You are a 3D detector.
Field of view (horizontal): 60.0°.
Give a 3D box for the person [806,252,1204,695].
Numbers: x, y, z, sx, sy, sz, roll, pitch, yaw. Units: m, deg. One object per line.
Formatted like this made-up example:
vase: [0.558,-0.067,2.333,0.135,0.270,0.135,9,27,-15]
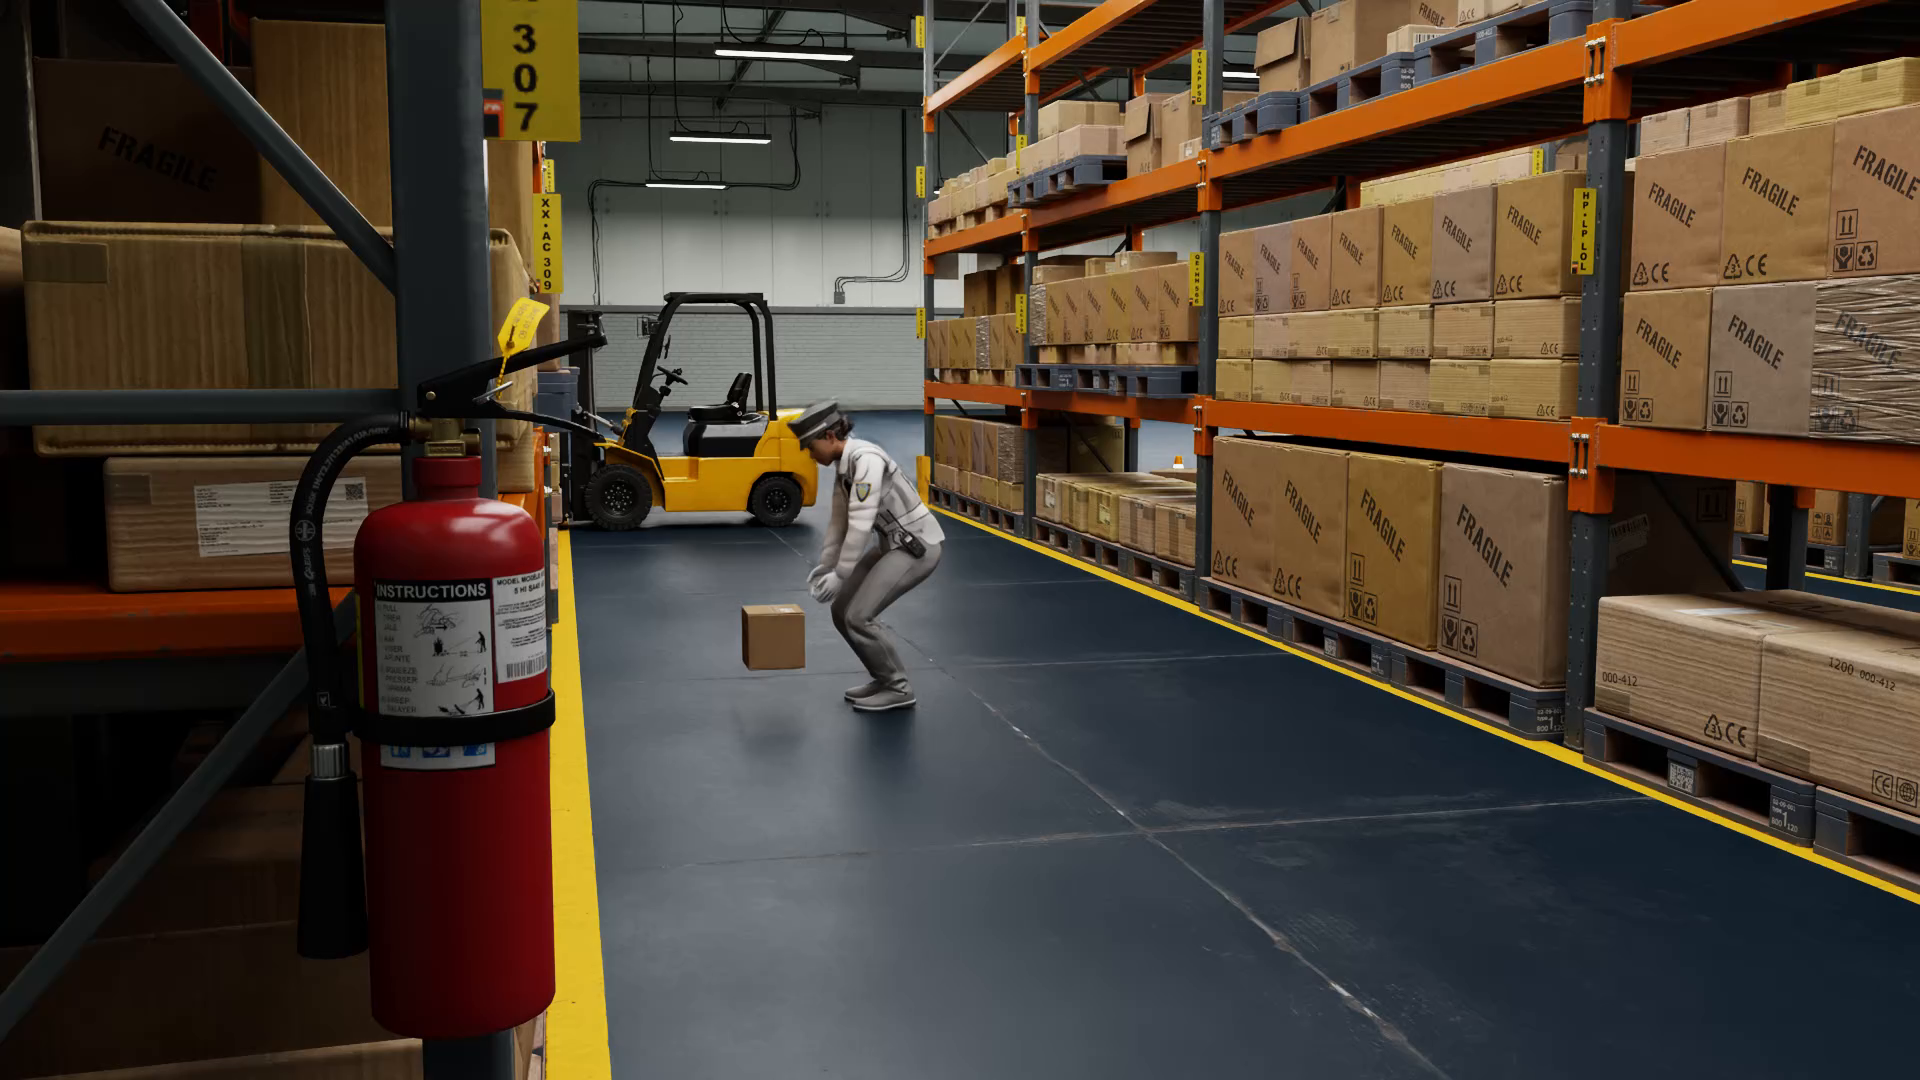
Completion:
person: [2.074,-0.705,10.635,6.986,2.202,5.623,-2,6,-14]
